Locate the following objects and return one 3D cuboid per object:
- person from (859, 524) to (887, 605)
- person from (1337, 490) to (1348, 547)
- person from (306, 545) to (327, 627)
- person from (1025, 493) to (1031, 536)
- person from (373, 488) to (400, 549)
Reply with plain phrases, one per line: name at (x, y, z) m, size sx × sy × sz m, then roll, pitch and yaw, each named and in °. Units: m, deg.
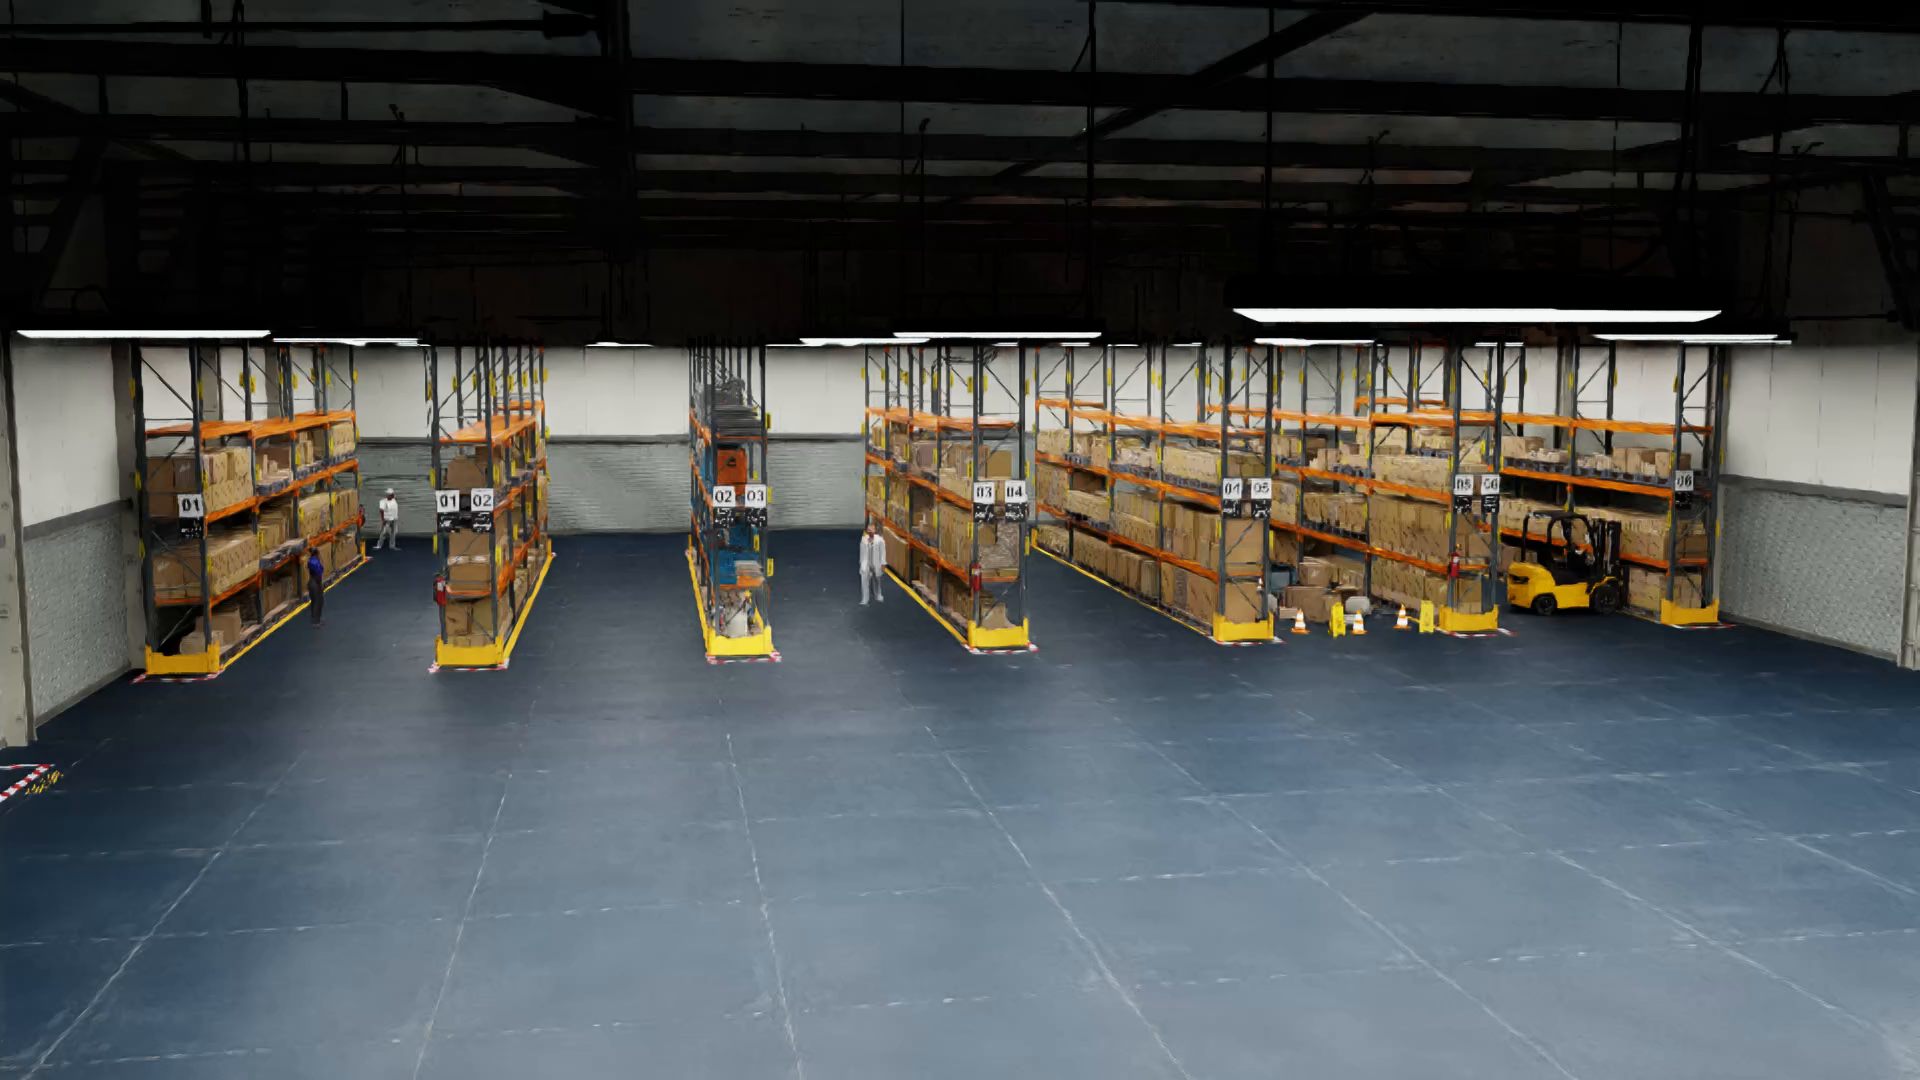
person at (-1.866, 0.504, 35.584) m, size 0.614 × 1.725 × 1.001 m, roll 1°, pitch 7°, yaw 5°
person at (11.011, -0.647, 48.327) m, size 0.556 × 1.663 × 0.659 m, roll 0°, pitch 7°, yaw -4°
person at (-13.393, 0.964, 34.624) m, size 0.360 × 1.724 × 0.526 m, roll -5°, pitch 8°, yaw -37°
person at (1.875, -0.884, 50.676) m, size 0.490 × 1.619 × 0.942 m, roll 1°, pitch 7°, yaw 12°
person at (-16.453, -0.604, 47.647) m, size 0.487 × 1.763 × 0.736 m, roll 4°, pitch 8°, yaw 34°
